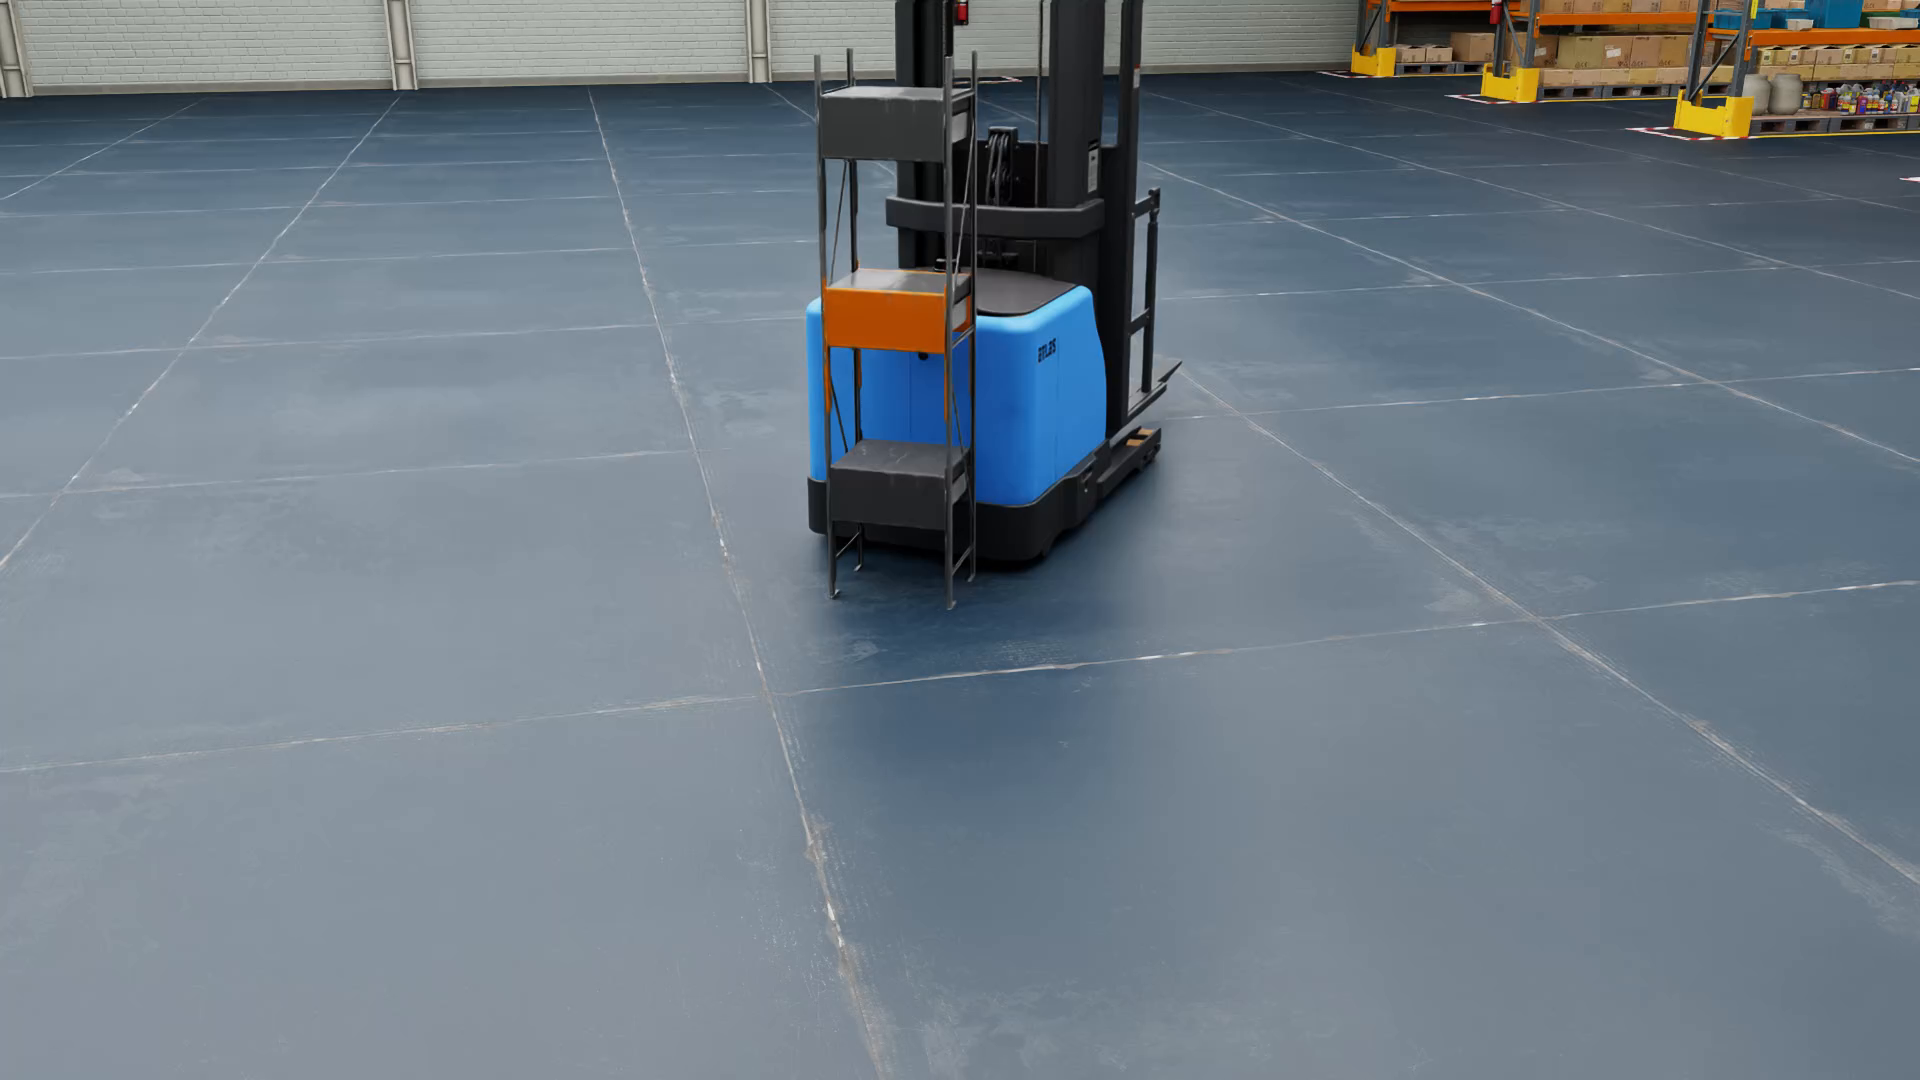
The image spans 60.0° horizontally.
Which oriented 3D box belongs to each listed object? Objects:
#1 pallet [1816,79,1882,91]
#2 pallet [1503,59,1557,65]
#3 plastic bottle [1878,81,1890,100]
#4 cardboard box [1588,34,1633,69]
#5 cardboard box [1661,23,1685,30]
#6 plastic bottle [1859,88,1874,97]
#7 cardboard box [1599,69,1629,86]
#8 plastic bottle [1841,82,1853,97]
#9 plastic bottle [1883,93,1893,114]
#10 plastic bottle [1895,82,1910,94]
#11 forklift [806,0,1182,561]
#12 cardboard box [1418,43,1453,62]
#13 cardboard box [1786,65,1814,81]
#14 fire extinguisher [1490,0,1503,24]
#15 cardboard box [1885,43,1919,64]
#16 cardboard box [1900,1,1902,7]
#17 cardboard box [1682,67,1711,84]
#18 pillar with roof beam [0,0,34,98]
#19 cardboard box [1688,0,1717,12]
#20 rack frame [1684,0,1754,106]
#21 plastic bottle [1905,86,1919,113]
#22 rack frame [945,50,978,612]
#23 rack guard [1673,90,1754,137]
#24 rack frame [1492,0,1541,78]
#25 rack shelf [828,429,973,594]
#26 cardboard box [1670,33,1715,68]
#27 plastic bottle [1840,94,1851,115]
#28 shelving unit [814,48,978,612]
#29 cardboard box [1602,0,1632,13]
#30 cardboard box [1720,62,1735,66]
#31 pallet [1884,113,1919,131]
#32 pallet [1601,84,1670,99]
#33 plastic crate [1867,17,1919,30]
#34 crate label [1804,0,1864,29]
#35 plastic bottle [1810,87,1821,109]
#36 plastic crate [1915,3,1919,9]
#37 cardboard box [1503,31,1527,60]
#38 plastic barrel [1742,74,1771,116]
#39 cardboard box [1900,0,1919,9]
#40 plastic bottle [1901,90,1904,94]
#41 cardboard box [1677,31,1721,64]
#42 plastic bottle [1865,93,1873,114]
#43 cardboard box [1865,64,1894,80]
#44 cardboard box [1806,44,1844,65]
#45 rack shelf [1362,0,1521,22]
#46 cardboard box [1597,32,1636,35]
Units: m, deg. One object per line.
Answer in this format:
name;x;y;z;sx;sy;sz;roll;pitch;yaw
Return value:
pallet;14.581;-7.656;27.906;1.213;0.211;1.003;-5;21;-12
pallet;10.894;-9.079;31.793;1.213;0.211;1.003;-5;21;-12
plastic bottle;12.755;-6.160;22.982;0.185;0.351;0.144;-6;21;-15
cardboard box;10.333;-7.789;26.515;0.500;0.500;0.500;-5;21;-12
cardboard box;13.675;-10.014;32.196;0.500;0.250;0.500;-5;21;-13
plastic bottle;12.400;-6.044;22.773;0.135;0.276;0.152;-5;21;-12
cardboard box;10.336;-7.433;26.633;0.500;0.250;0.500;-5;21;-12
plastic bottle;12.160;-6.112;22.850;0.185;0.351;0.144;-4;20;-10
plastic bottle;12.391;-5.837;22.214;0.097;0.271;0.097;0;20;0
plastic bottle;12.972;-6.127;22.891;0.185;0.351;0.144;-5;21;-12
forklift;0.372;-1.759;7.856;1.130;2.935;3.031;8;22;21
cardboard box;8.896;-9.151;31.204;0.500;0.311;0.500;-3;20;-8
cardboard box;13.630;-7.691;27.336;0.500;0.250;0.500;-4;21;-11
fire extinguisher;8.569;-8.589;26.513;0.183;0.674;0.296;-5;21;-12
cardboard box;15.619;-8.115;27.677;0.500;0.311;0.500;-5;21;-13
cardboard box;15.661;-9.065;27.828;0.500;0.311;0.500;-5;21;-13
cardboard box;11.793;-7.556;26.967;0.500;0.250;0.500;-5;21;-12
pillar with roof beam;-14.236;-9.958;21.417;0.400;9.000;9.100;-5;21;-12
cardboard box;11.741;-8.762;26.726;0.500;0.500;0.700;-5;21;-13
rack frame;9.927;-6.821;21.574;0.127;3.000;1.000;-5;21;-12
plastic bottle;12.758;-5.912;22.304;0.185;0.351;0.144;-5;21;-13
rack frame;0.007;-0.769;6.362;0.015;2.100;0.400;5;21;14
rack guard;9.990;-5.669;22.063;0.348;0.500;1.175;-5;21;-12
rack frame;8.791;-8.479;26.101;0.127;3.000;1.000;-5;21;-12
rack shelf;-0.228;-0.121;6.667;0.480;0.518;0.431;5;21;14
cardboard box;11.793;-7.908;26.840;0.500;0.500;0.500;-5;21;-12
plastic bottle;11.763;-5.785;22.074;0.097;0.271;0.097;0;20;0
shelving unit;-0.228;-0.791;6.421;0.503;2.100;0.431;5;21;14
cardboard box;10.242;-8.639;26.393;0.500;0.500;0.700;-5;21;-12
cardboard box;13.020;-7.832;27.720;0.500;0.250;0.500;-5;21;-13
pallet;13.156;-5.789;22.811;1.213;0.211;1.003;-5;21;-12
pallet;10.710;-7.340;27.044;1.213;0.211;1.003;-5;21;-12
plastic crate;12.297;-6.800;21.901;0.437;0.136;0.530;-5;21;-12
crate label;11.656;-7.074;22.212;0.616;0.435;0.502;-5;21;-12
plastic bottle;11.723;-6.059;22.805;0.133;0.283;0.061;-4;21;-11
plastic crate;13.281;-7.109;22.452;0.504;0.338;0.767;-5;21;-12
cardboard box;10.539;-9.391;31.584;0.500;0.500;0.500;-6;21;-17
plastic barrel;10.550;-5.927;22.141;0.421;0.512;0.421;0;20;0
cardboard box;15.764;-8.831;27.426;0.250;0.149;0.380;-5;21;-12
plastic bottle;12.709;-5.913;22.404;0.133;0.283;0.061;-5;21;-12
cardboard box;12.160;-8.122;27.423;0.500;0.500;0.500;-5;21;-12
plastic bottle;12.096;-5.813;22.148;0.097;0.271;0.097;0;20;0
cardboard box;15.129;-7.814;27.673;0.500;0.250;0.500;-4;21;-11
cardboard box;14.134;-7.994;27.347;0.500;0.311;0.500;-5;21;-14
rack shelf;9.593;-9.957;31.183;4.000;0.370;1.077;-5;21;-12
cardboard box;10.701;-8.003;27.097;0.500;0.500;0.500;-5;21;-12
